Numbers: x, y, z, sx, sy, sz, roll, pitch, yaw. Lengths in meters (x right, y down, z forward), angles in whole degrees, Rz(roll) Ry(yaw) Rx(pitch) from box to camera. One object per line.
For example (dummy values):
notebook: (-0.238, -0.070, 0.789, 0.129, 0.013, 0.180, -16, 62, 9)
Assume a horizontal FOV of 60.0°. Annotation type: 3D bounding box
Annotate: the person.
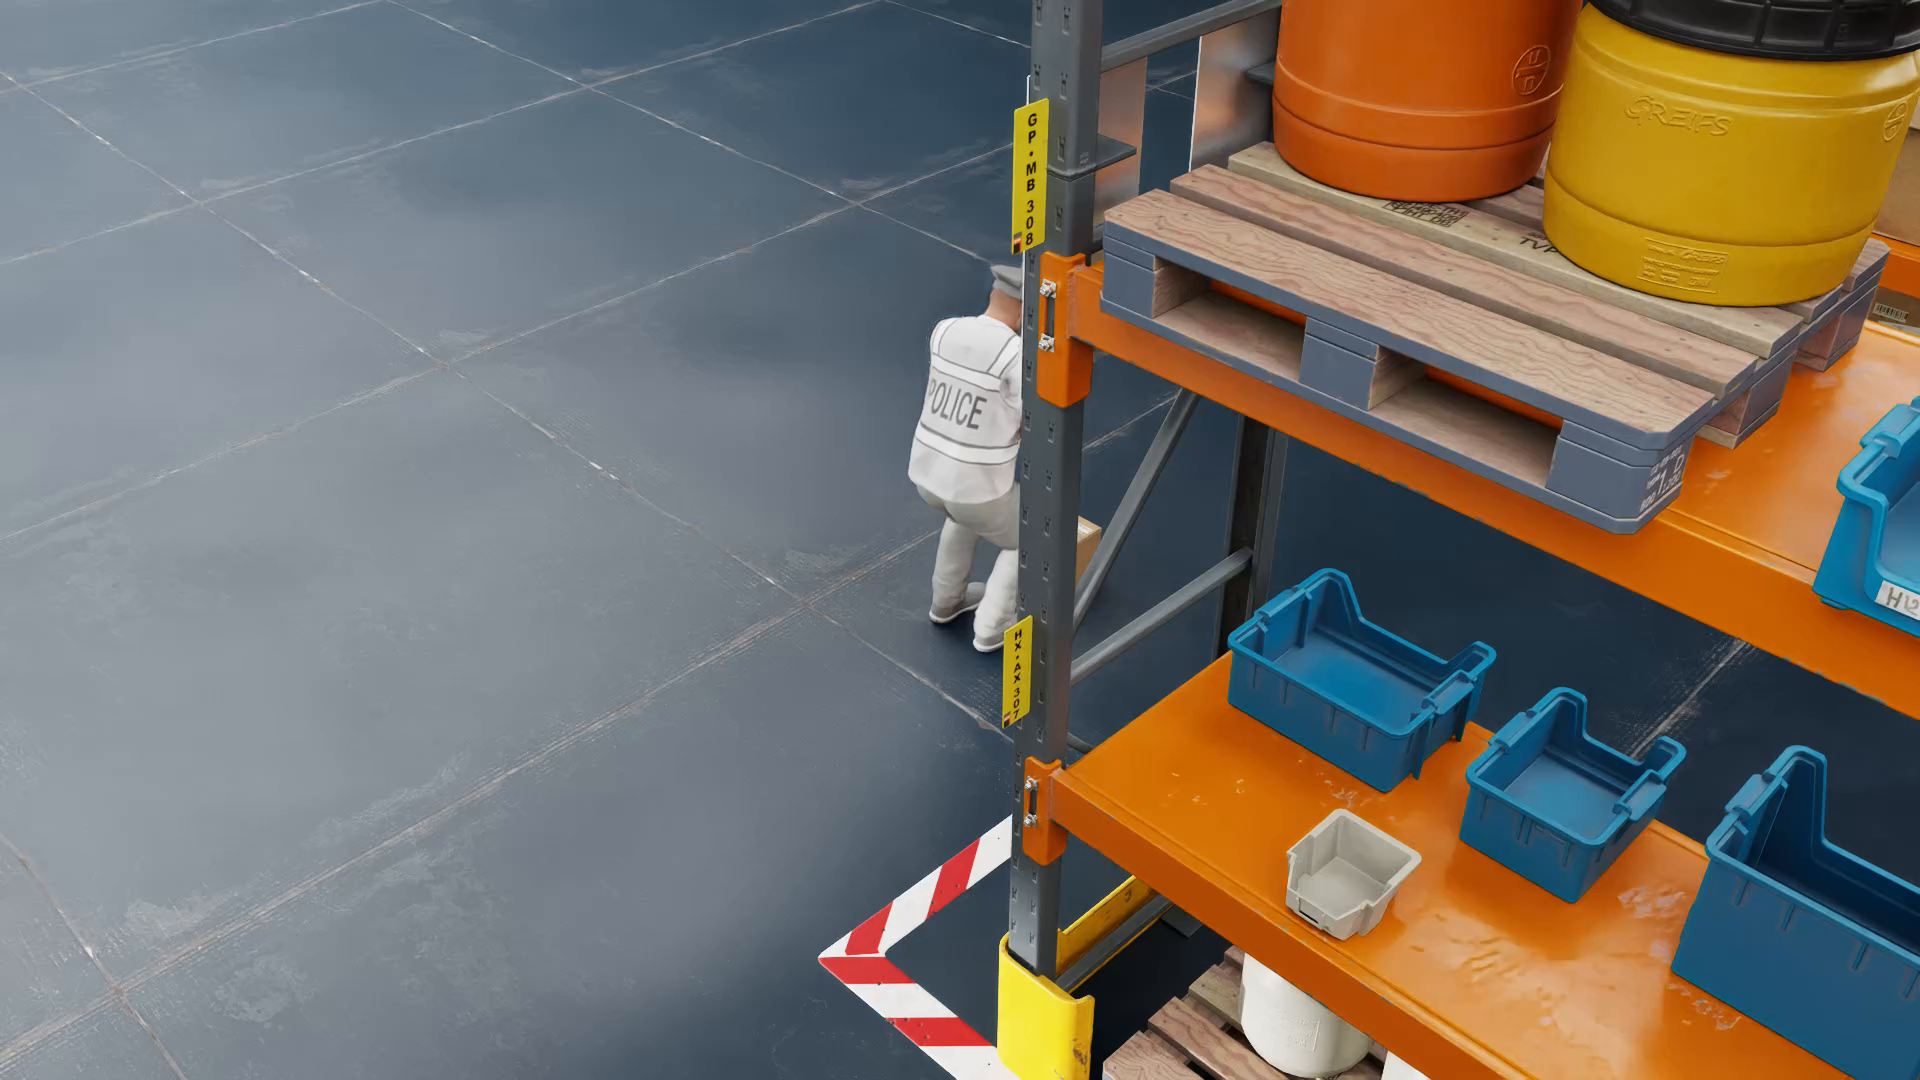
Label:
person: (0.090, -0.320, 6.741, 0.658, 1.594, 0.581, -29, 45, -35)
